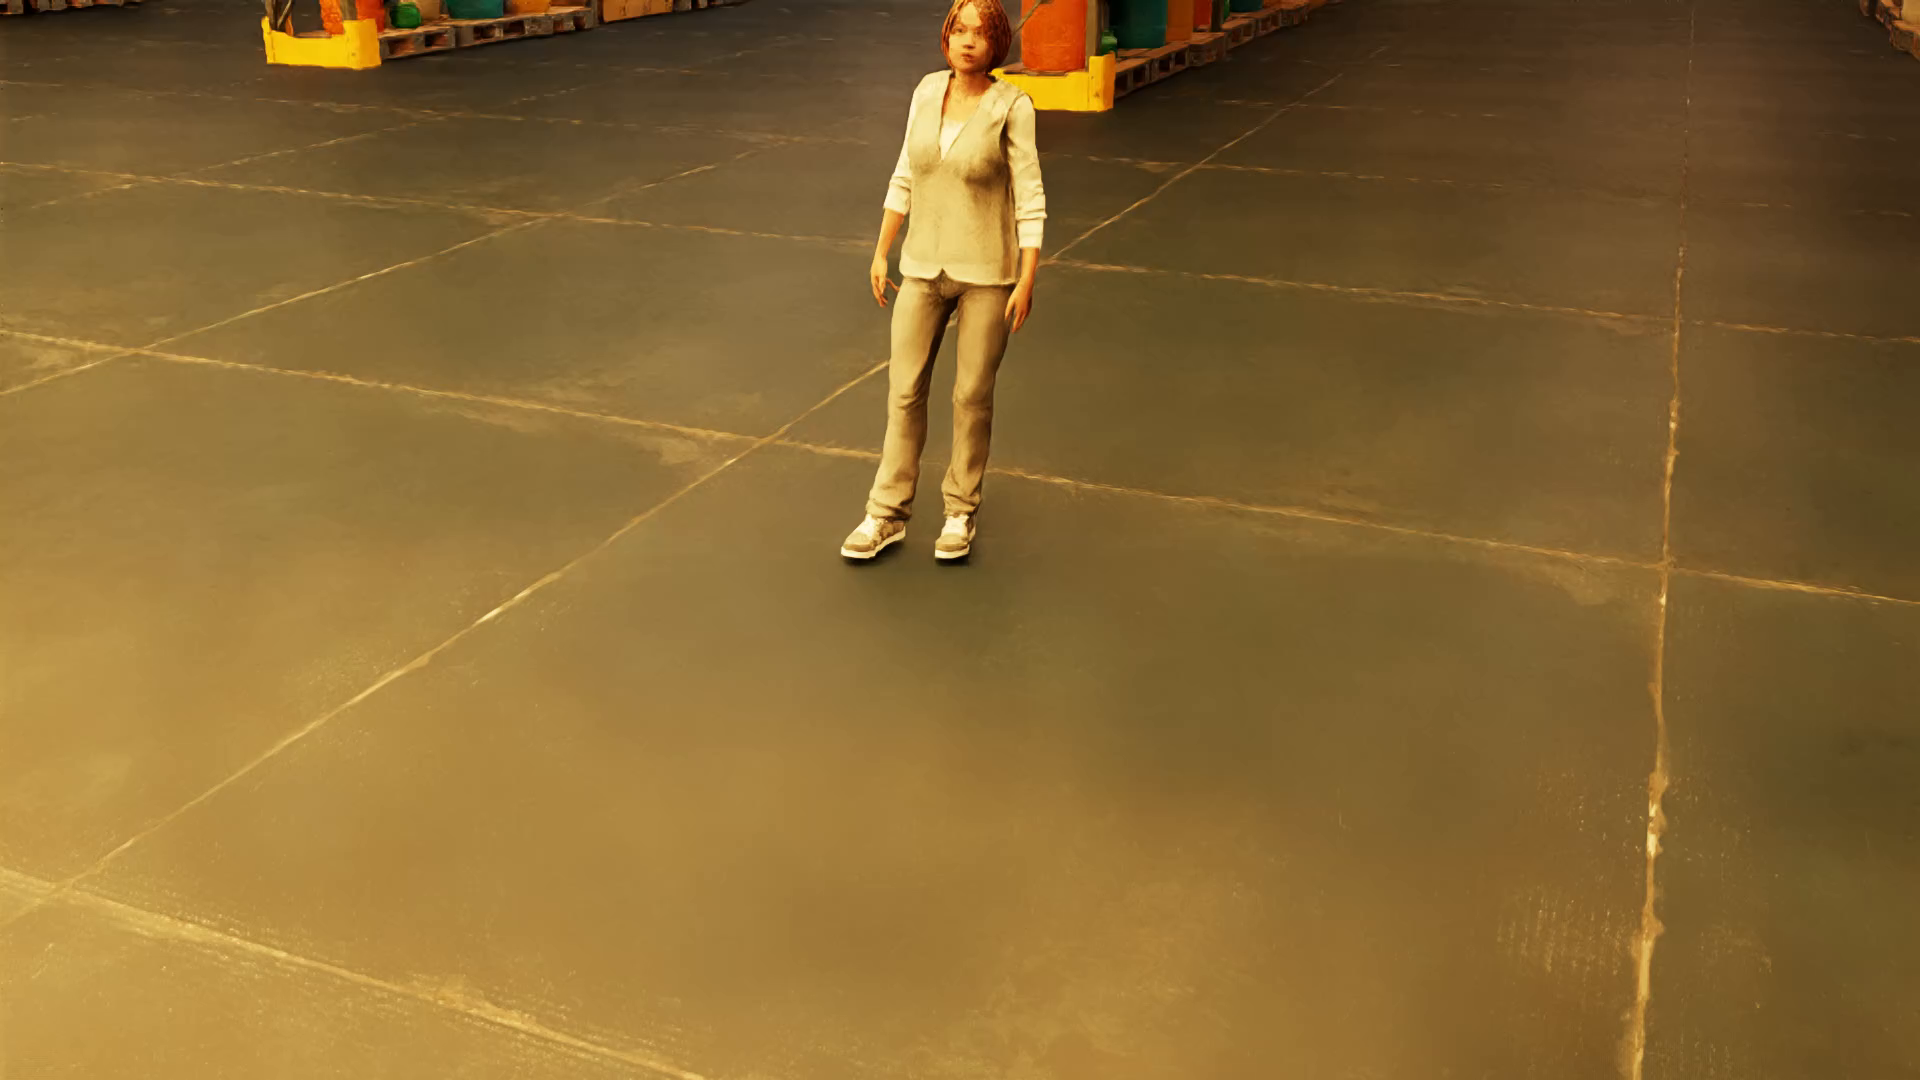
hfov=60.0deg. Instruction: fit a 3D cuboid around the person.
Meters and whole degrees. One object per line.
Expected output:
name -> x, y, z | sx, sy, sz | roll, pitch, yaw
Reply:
person -> -0.041, -0.719, 4.724 | 0.521, 1.597, 0.474 | 9, 24, 21
